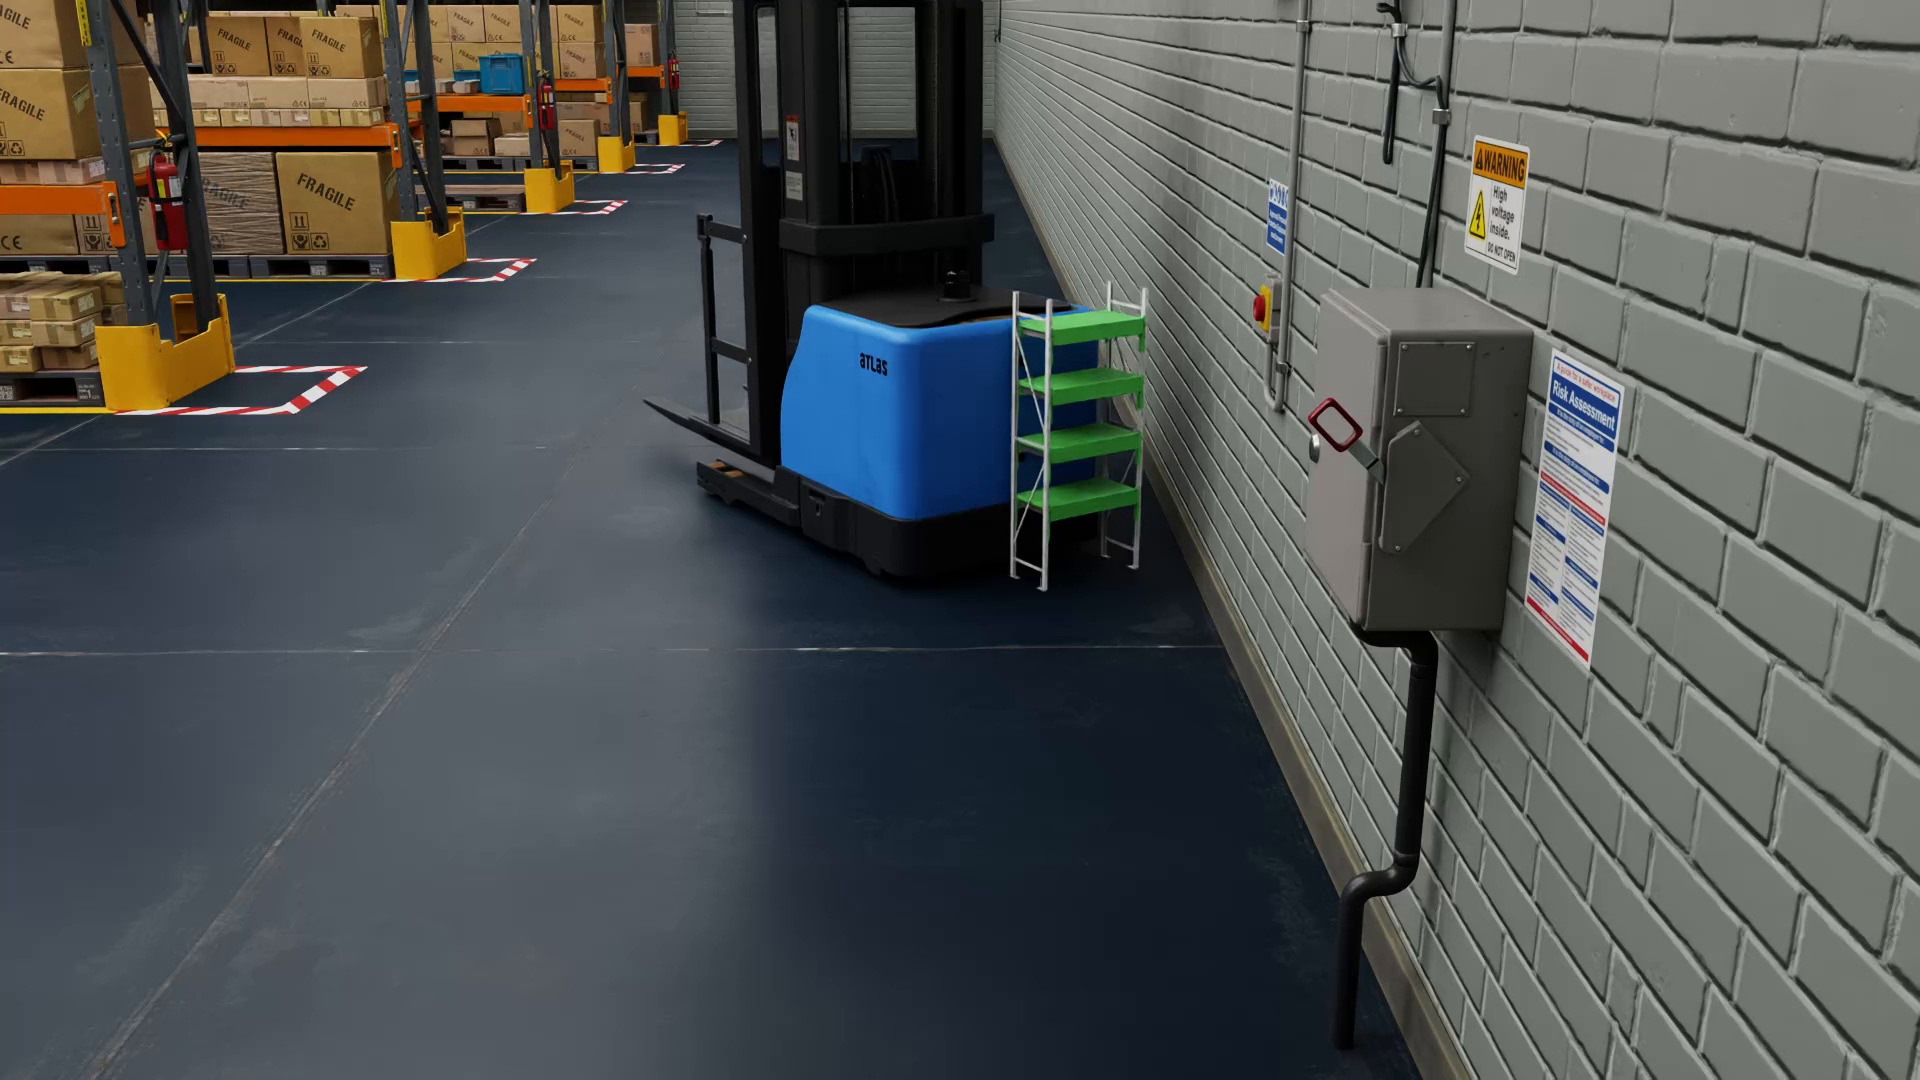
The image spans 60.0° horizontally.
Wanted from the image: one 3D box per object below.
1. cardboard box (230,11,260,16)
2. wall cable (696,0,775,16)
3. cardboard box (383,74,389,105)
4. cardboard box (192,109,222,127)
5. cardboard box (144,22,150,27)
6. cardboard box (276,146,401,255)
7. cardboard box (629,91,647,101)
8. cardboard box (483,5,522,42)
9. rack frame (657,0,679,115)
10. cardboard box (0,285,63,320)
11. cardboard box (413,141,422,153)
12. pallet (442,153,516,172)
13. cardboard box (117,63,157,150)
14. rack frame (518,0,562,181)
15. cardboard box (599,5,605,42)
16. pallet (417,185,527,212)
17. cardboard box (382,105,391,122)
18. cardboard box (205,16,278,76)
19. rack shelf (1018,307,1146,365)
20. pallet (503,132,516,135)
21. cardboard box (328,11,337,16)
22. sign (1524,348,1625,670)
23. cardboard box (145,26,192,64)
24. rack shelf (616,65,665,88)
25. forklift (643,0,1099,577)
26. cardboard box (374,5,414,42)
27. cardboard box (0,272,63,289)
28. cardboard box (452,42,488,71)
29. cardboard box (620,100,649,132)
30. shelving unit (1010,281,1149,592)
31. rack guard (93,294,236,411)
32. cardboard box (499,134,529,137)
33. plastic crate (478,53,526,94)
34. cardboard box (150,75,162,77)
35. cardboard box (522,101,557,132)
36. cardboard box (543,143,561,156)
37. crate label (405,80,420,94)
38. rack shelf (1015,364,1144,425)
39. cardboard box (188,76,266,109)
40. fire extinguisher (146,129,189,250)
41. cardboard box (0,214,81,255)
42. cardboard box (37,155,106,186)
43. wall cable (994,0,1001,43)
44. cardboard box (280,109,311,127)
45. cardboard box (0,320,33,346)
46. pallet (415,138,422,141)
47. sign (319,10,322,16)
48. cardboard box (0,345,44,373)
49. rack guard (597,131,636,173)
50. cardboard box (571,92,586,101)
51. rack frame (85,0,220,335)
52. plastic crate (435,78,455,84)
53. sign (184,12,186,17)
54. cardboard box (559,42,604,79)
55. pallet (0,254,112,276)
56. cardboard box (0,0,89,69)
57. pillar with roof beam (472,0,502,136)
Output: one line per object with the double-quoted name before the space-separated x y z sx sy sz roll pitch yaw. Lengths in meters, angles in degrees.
"cardboard box" -12.066 -8.874 28.313 0.500 0.250 0.500 -1 18 -2
"wall cable" -3.797 -9.209 29.606 1.851 1.984 0.084 0 18 -1
"cardboard box" -5.312 -4.042 14.920 0.500 0.250 0.500 -1 18 -2
"cardboard box" -6.459 -3.663 14.391 0.250 0.149 0.380 0 18 -1
"cardboard box" -14.090 -8.632 28.587 0.500 0.500 0.700 -2 18 -6
"cardboard box" -5.467 -3.052 14.867 0.875 0.875 0.875 0 18 -1
"cardboard box" -5.639 -7.776 29.146 0.250 0.149 0.380 0 18 0
"cardboard box" -6.445 -7.348 23.667 0.500 0.500 0.500 0 18 1
"rack frame" -5.062 -8.430 28.841 0.127 3.000 1.000 0 18 -1
"cardboard box" -5.628 -1.438 10.051 0.250 0.149 0.380 0 18 0
"cardboard box" -8.041 -5.859 24.774 0.250 0.149 0.380 0 18 -1
"pallet" -7.070 -5.580 24.521 1.213 0.211 1.003 0 18 -1
"cardboard box" -5.304 -2.648 10.165 0.500 0.500 0.500 1 18 2
"rack frame" -4.906 -5.404 19.409 0.127 3.000 1.000 0 18 -1
"cardboard box" -5.428 -7.519 24.201 0.500 0.500 0.500 0 18 1
"pallet" -5.731 -4.084 19.859 1.213 0.211 1.003 0 18 -1
"cardboard box" -5.188 -3.871 15.040 0.250 0.149 0.380 0 18 0
"cardboard box" -6.330 -4.392 14.785 0.500 0.500 0.500 -1 18 -2
"rack shelf" 0.486 -0.828 6.727 0.480 0.148 0.258 -12 21 -33
"pallet" -8.300 -7.063 29.144 1.213 0.211 1.003 0 18 -1
"cardboard box" -10.546 -8.884 28.346 0.500 0.250 0.500 0 18 0
"sign" 1.068 -0.062 2.910 0.001 0.494 0.329 0 18 -1
"cardboard box" -11.434 -7.110 23.874 0.500 0.500 0.700 3 18 10
"rack shelf" -7.062 -8.078 28.921 4.000 0.370 1.077 0 18 -1
"forklift" -0.632 -1.637 7.776 1.130 2.935 3.031 -12 21 -32
"cardboard box" -7.989 -7.341 23.644 0.500 0.500 0.500 -1 18 -3
"cardboard box" -5.908 -1.603 10.565 0.250 0.149 0.380 0 18 -1
"cardboard box" -6.946 -6.873 23.823 0.500 0.500 0.500 -1 18 -2
"cardboard box" -5.761 -7.406 29.053 0.500 0.500 0.700 0 18 -1
"shelving unit" 0.486 -0.432 6.854 0.503 1.200 0.258 -12 21 -33
"rack guard" -4.927 -1.186 10.350 0.348 0.500 1.175 0 18 -1
"cardboard box" -6.529 -5.897 24.724 0.500 0.250 0.500 0 18 -1
"plastic crate" -5.238 -5.391 19.211 0.499 0.435 0.616 0 18 -1
"cardboard box" -7.362 -4.031 14.885 0.500 0.250 0.500 0 18 0
"cardboard box" -7.297 -7.396 29.022 0.500 0.500 0.700 0 18 0
"cardboard box" -5.927 -5.725 24.327 0.250 0.166 0.380 0 18 -1
"crate label" -6.287 -5.242 19.237 0.243 0.136 0.396 0 18 -1
"rack shelf" 0.486 -0.599 6.800 0.480 0.148 0.258 -12 21 -33
"cardboard box" -6.324 -3.874 14.395 0.500 0.250 0.500 -1 18 -3
"fire extinguisher" -4.592 -2.022 9.602 0.183 0.674 0.296 0 18 -1
"cardboard box" -8.166 -3.039 14.827 0.875 0.875 0.875 0 18 -1
"cardboard box" -5.172 -2.169 9.733 0.250 0.149 0.380 0 18 -1
"wall cable" 0.598 -9.726 28.144 0.112 2.526 3.097 0 18 -1
"cardboard box" -5.691 -3.667 14.404 0.250 0.149 0.380 0 18 -1
"cardboard box" -5.636 -1.286 10.063 0.250 0.149 0.380 -1 18 -2
"pallet" -9.832 -7.056 29.123 1.213 0.211 1.003 0 18 -1
"sign" -8.968 -7.280 23.359 0.005 0.325 0.100 0 18 -1
"cardboard box" -5.629 -1.120 10.034 0.250 0.149 0.380 0 18 1
"rack guard" -5.057 -5.727 24.505 0.348 0.500 1.175 0 18 -1
"cardboard box" -6.650 -7.771 29.130 0.250 0.149 0.380 0 18 0
"rack frame" -4.851 -2.376 9.969 0.127 3.000 1.000 0 18 -1
"plastic crate" -6.158 -5.427 19.813 0.298 0.136 0.250 0 18 -1
"sign" -13.043 -8.739 28.039 0.005 0.325 0.100 0 18 -1
"cardboard box" -5.424 -6.880 23.843 0.500 0.500 0.500 0 18 1
"pallet" -8.066 -2.524 14.996 1.213 0.211 1.003 0 18 -1
"cardboard box" -5.304 -2.963 9.512 0.500 0.500 0.500 -1 18 -2
"pillar with roof beam" -8.308 -10.220 24.600 0.400 9.000 9.100 0 18 -1
